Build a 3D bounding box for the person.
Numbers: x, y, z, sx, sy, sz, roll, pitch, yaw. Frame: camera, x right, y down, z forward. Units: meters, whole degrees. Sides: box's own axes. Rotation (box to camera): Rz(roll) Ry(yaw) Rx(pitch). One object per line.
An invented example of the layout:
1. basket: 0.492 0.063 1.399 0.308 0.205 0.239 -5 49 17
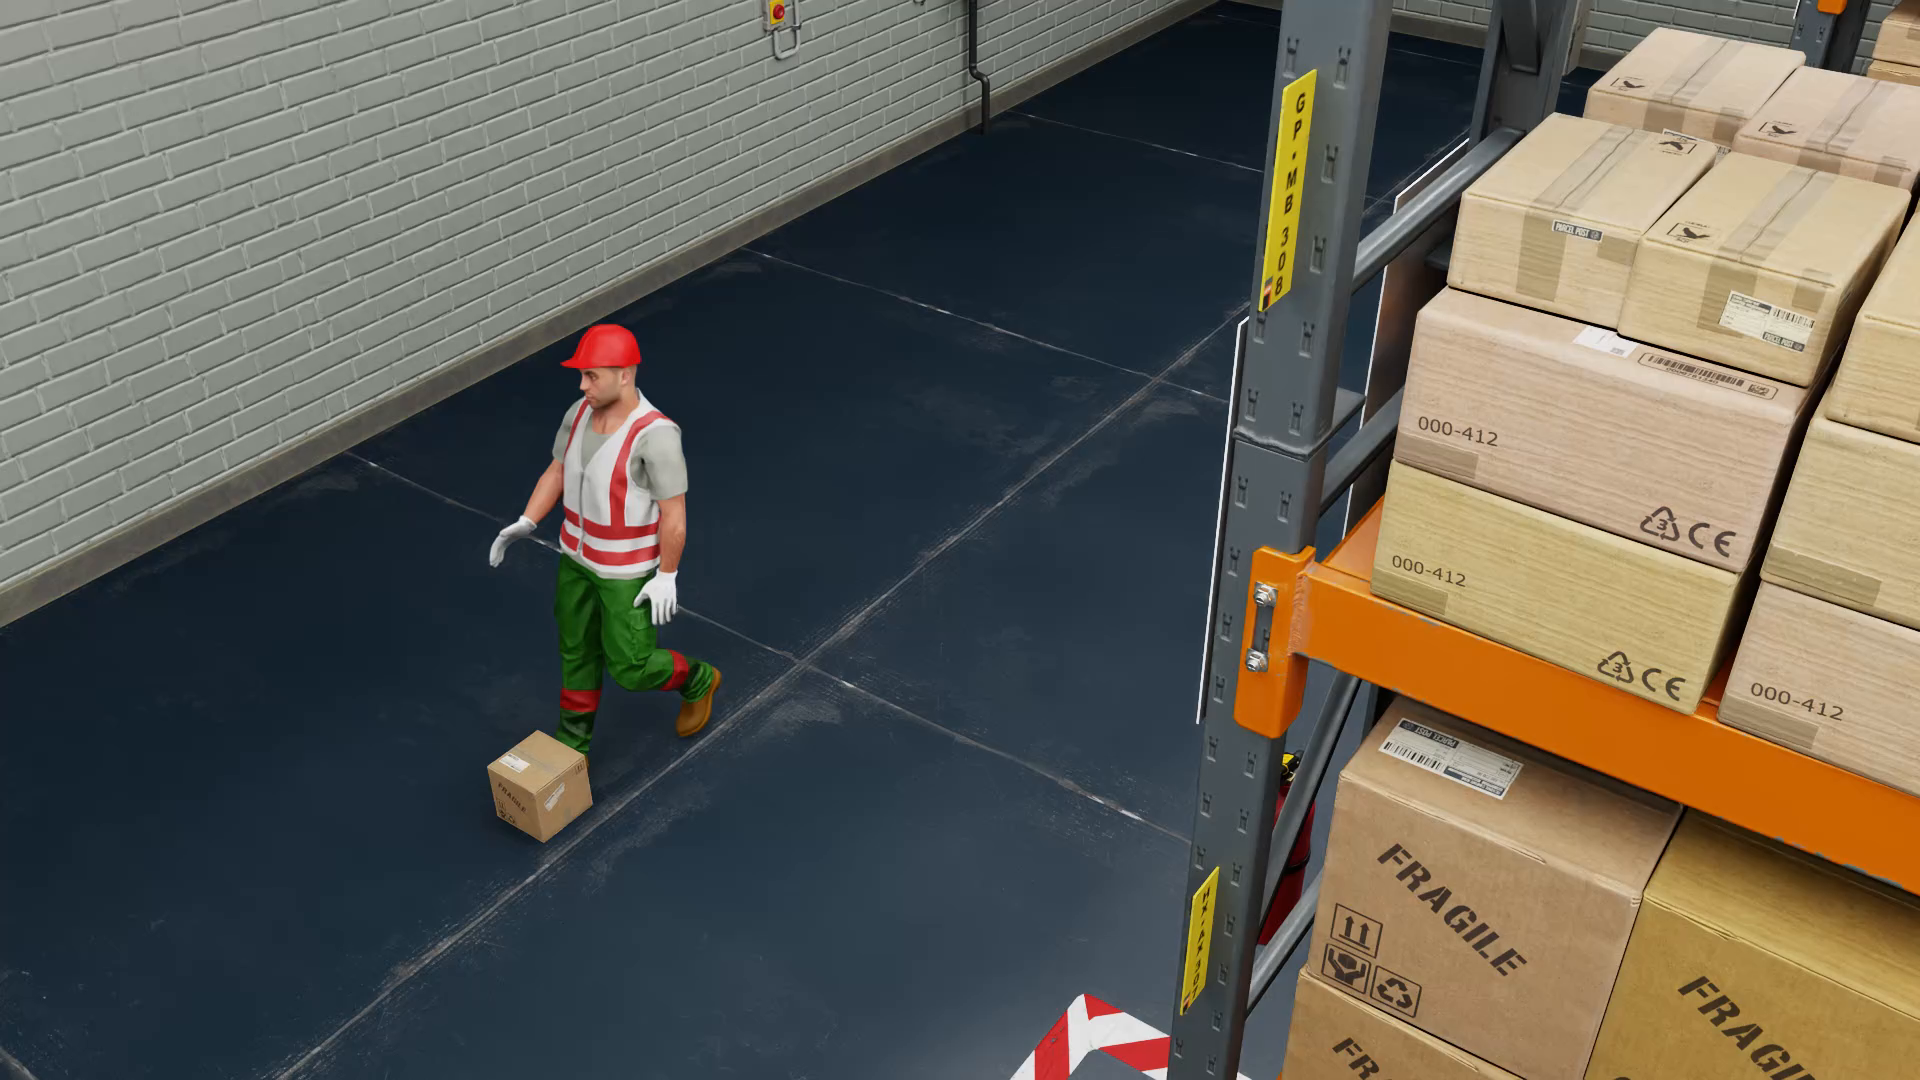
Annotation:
1. person: -1.318 0.103 5.990 0.619 1.733 0.848 26 42 33
